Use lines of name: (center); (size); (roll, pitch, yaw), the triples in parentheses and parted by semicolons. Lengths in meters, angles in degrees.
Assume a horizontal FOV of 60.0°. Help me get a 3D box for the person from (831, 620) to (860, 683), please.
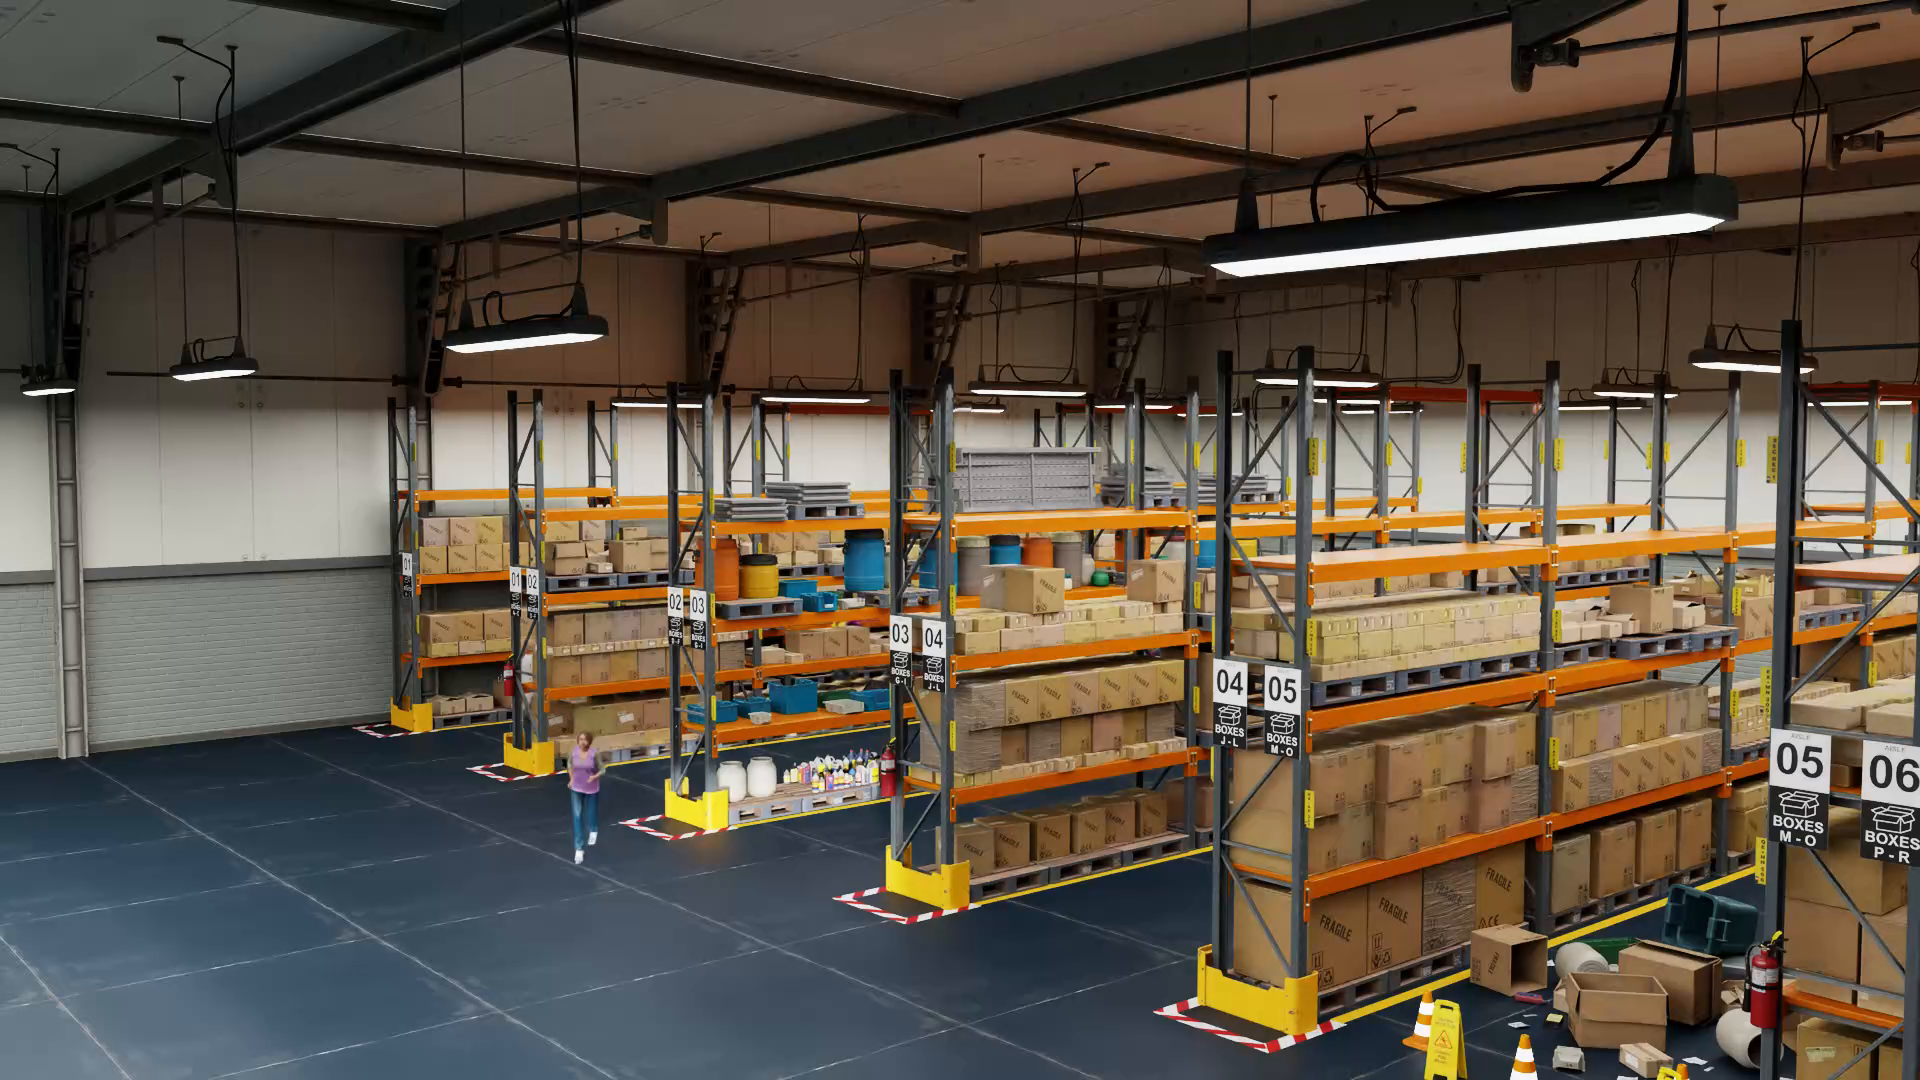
person: (-2.369, 2.089, 33.028); (0.713, 1.734, 0.821); (3, 5, 42)

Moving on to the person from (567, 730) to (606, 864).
person: (-4.678, 3.153, 20.831); (0.492, 1.611, 0.878); (0, 3, -7)

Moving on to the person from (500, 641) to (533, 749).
person: (-7.452, 2.615, 28.396); (0.710, 1.790, 1.043); (2, 4, 32)

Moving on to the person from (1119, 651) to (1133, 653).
person: (3.104, 2.264, 31.555); (1.017, 1.635, 0.583); (-3, 4, -40)
